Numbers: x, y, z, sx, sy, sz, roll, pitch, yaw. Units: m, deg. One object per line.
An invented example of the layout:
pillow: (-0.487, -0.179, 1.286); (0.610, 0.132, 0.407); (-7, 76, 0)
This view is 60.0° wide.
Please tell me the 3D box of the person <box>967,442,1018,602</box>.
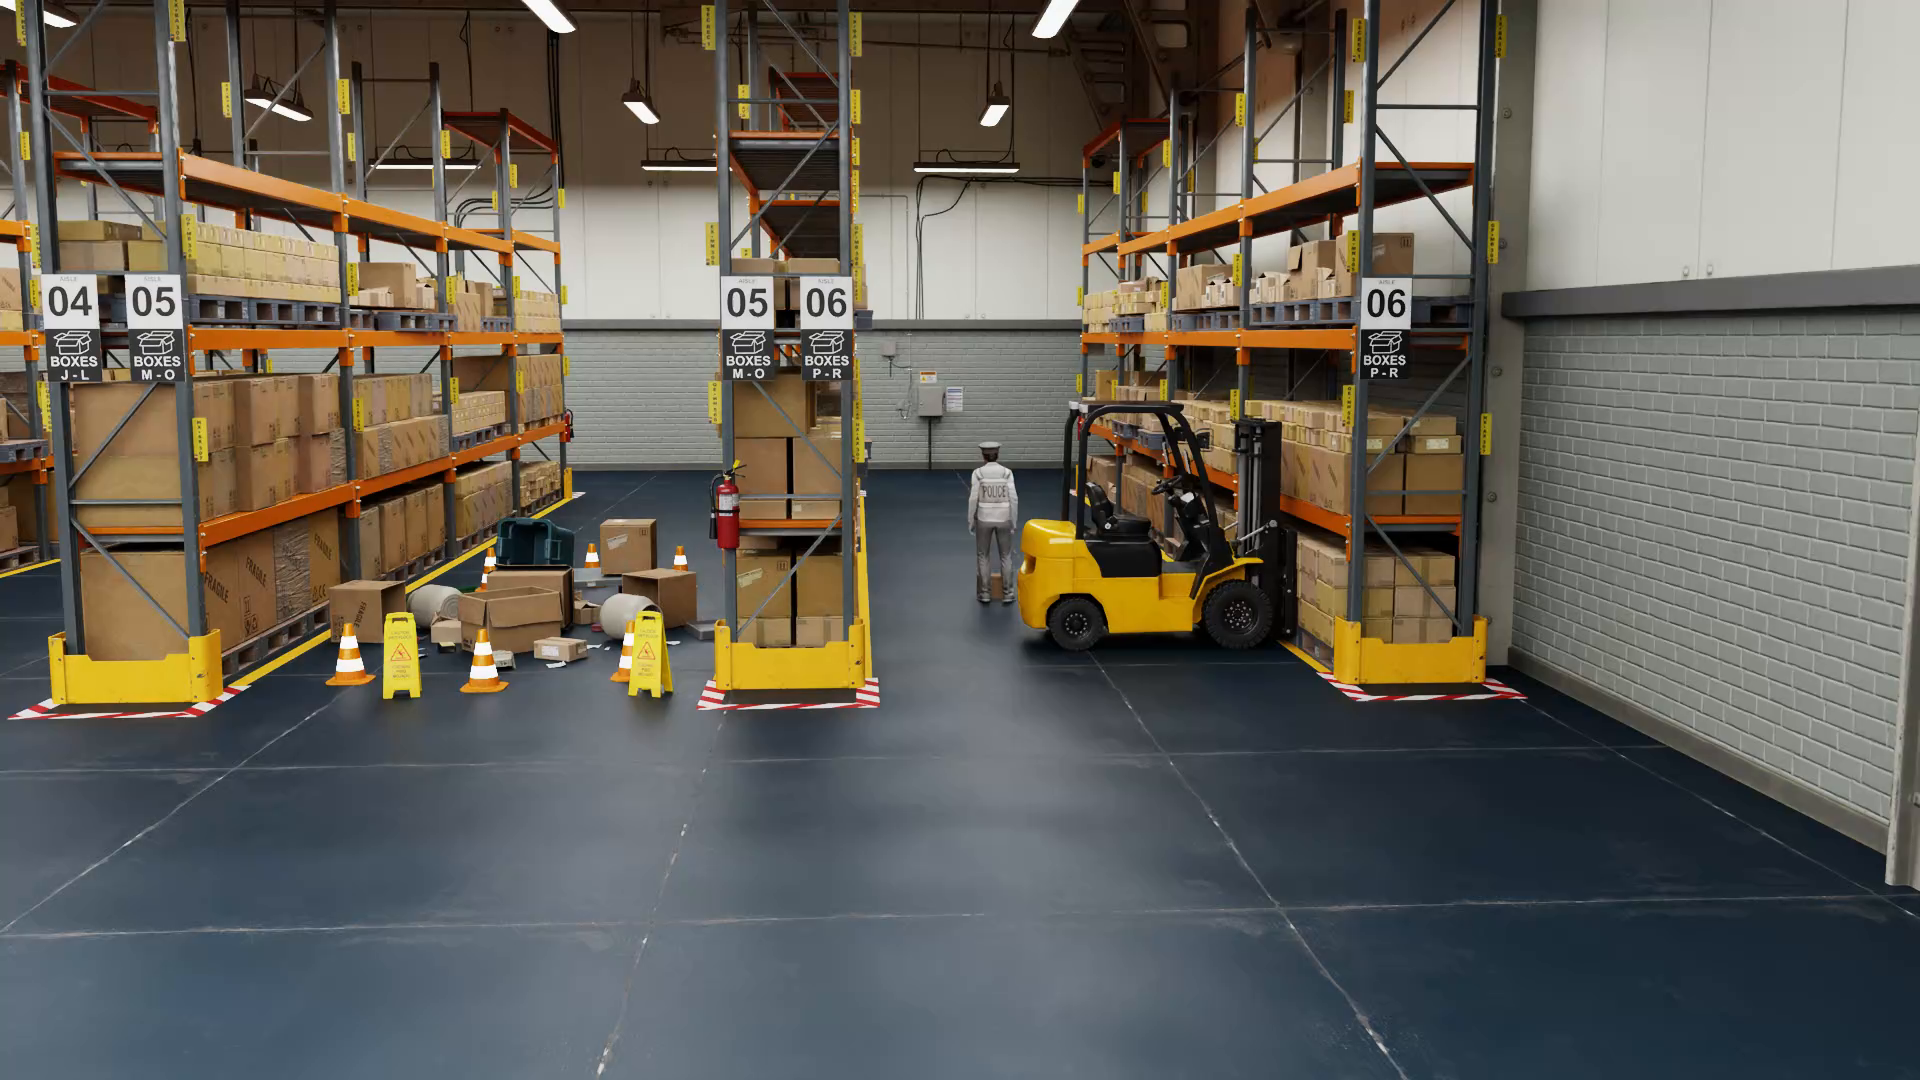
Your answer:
person: (0.335, -0.182, 17.232); (0.526, 1.662, 0.414); (-1, 7, -6)
